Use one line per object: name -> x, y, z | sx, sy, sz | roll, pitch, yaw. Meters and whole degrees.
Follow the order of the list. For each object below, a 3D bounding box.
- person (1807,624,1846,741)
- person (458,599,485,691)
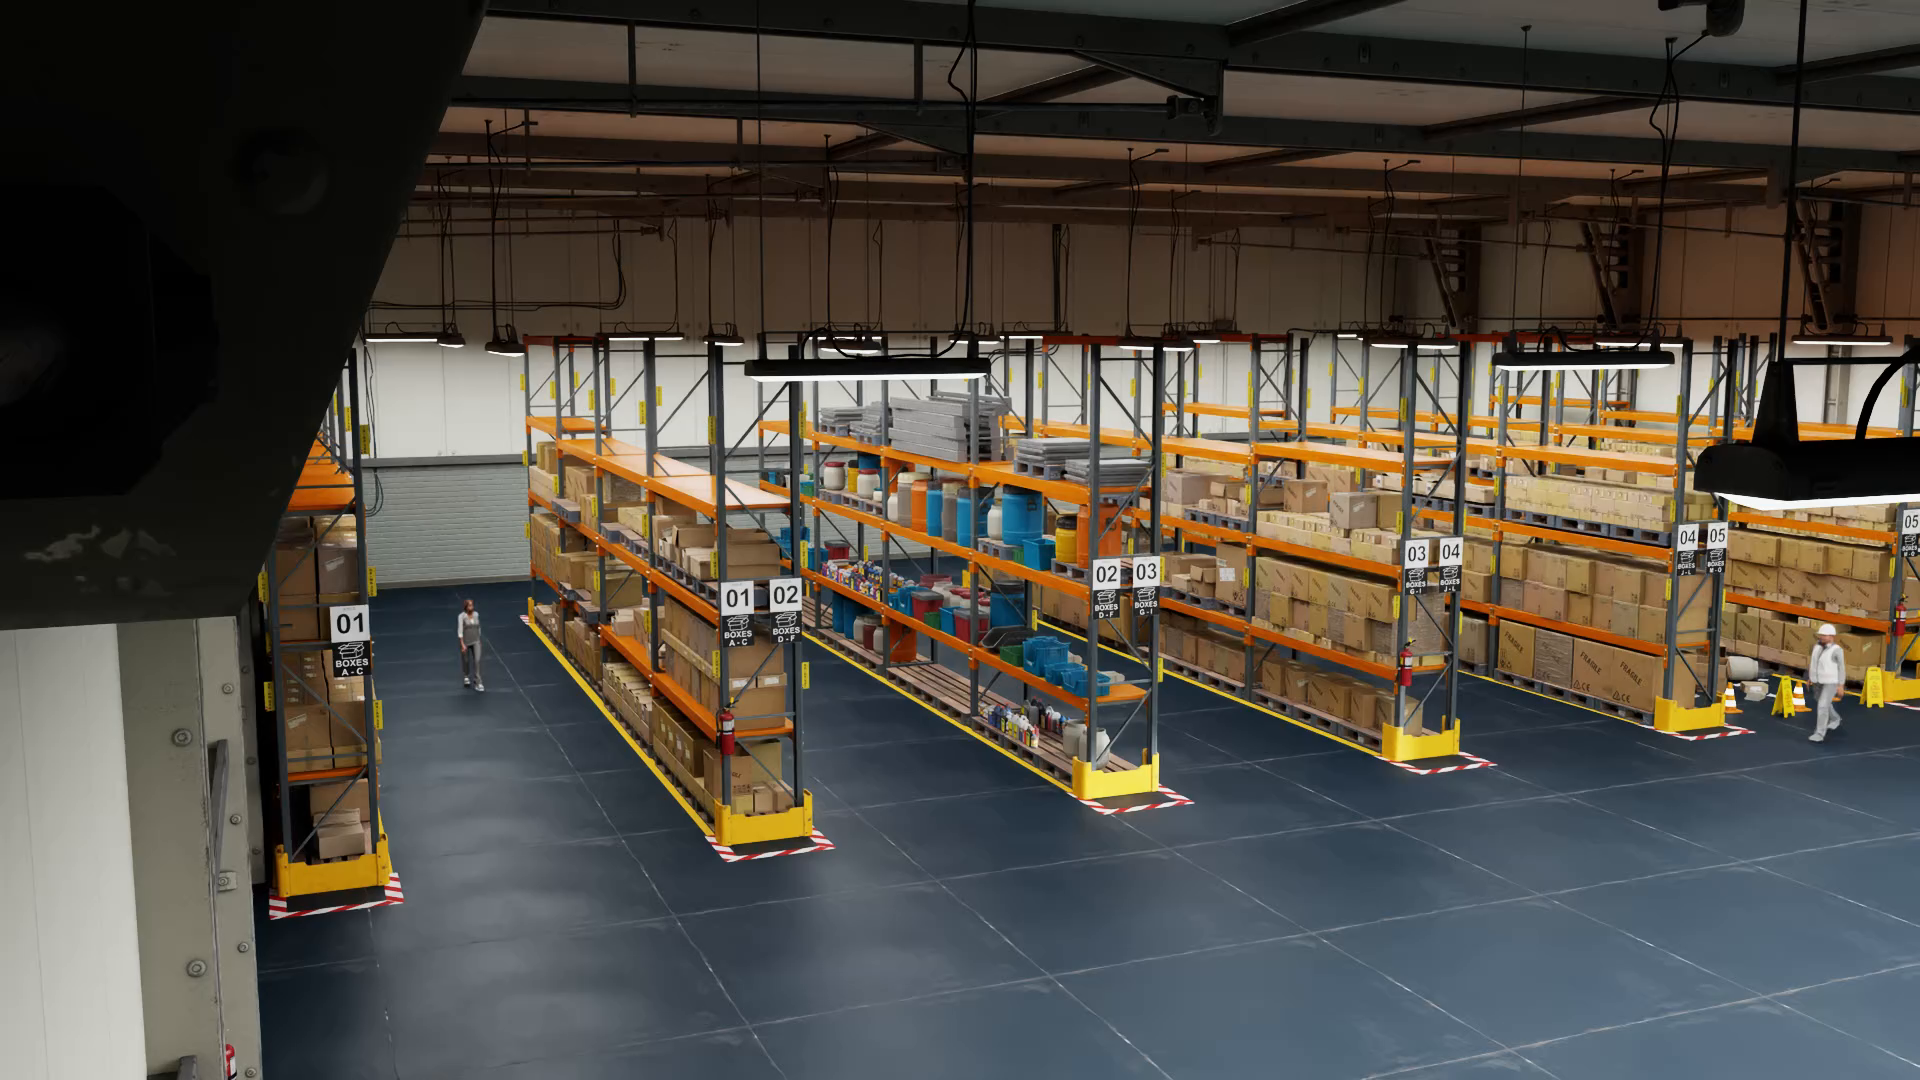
person -> 13.118, 2.130, 25.169 | 1.012, 1.733, 0.553 | -4, 8, -26
person -> -8.380, 1.767, 28.445 | 0.418, 1.536, 0.939 | -4, 8, -25
